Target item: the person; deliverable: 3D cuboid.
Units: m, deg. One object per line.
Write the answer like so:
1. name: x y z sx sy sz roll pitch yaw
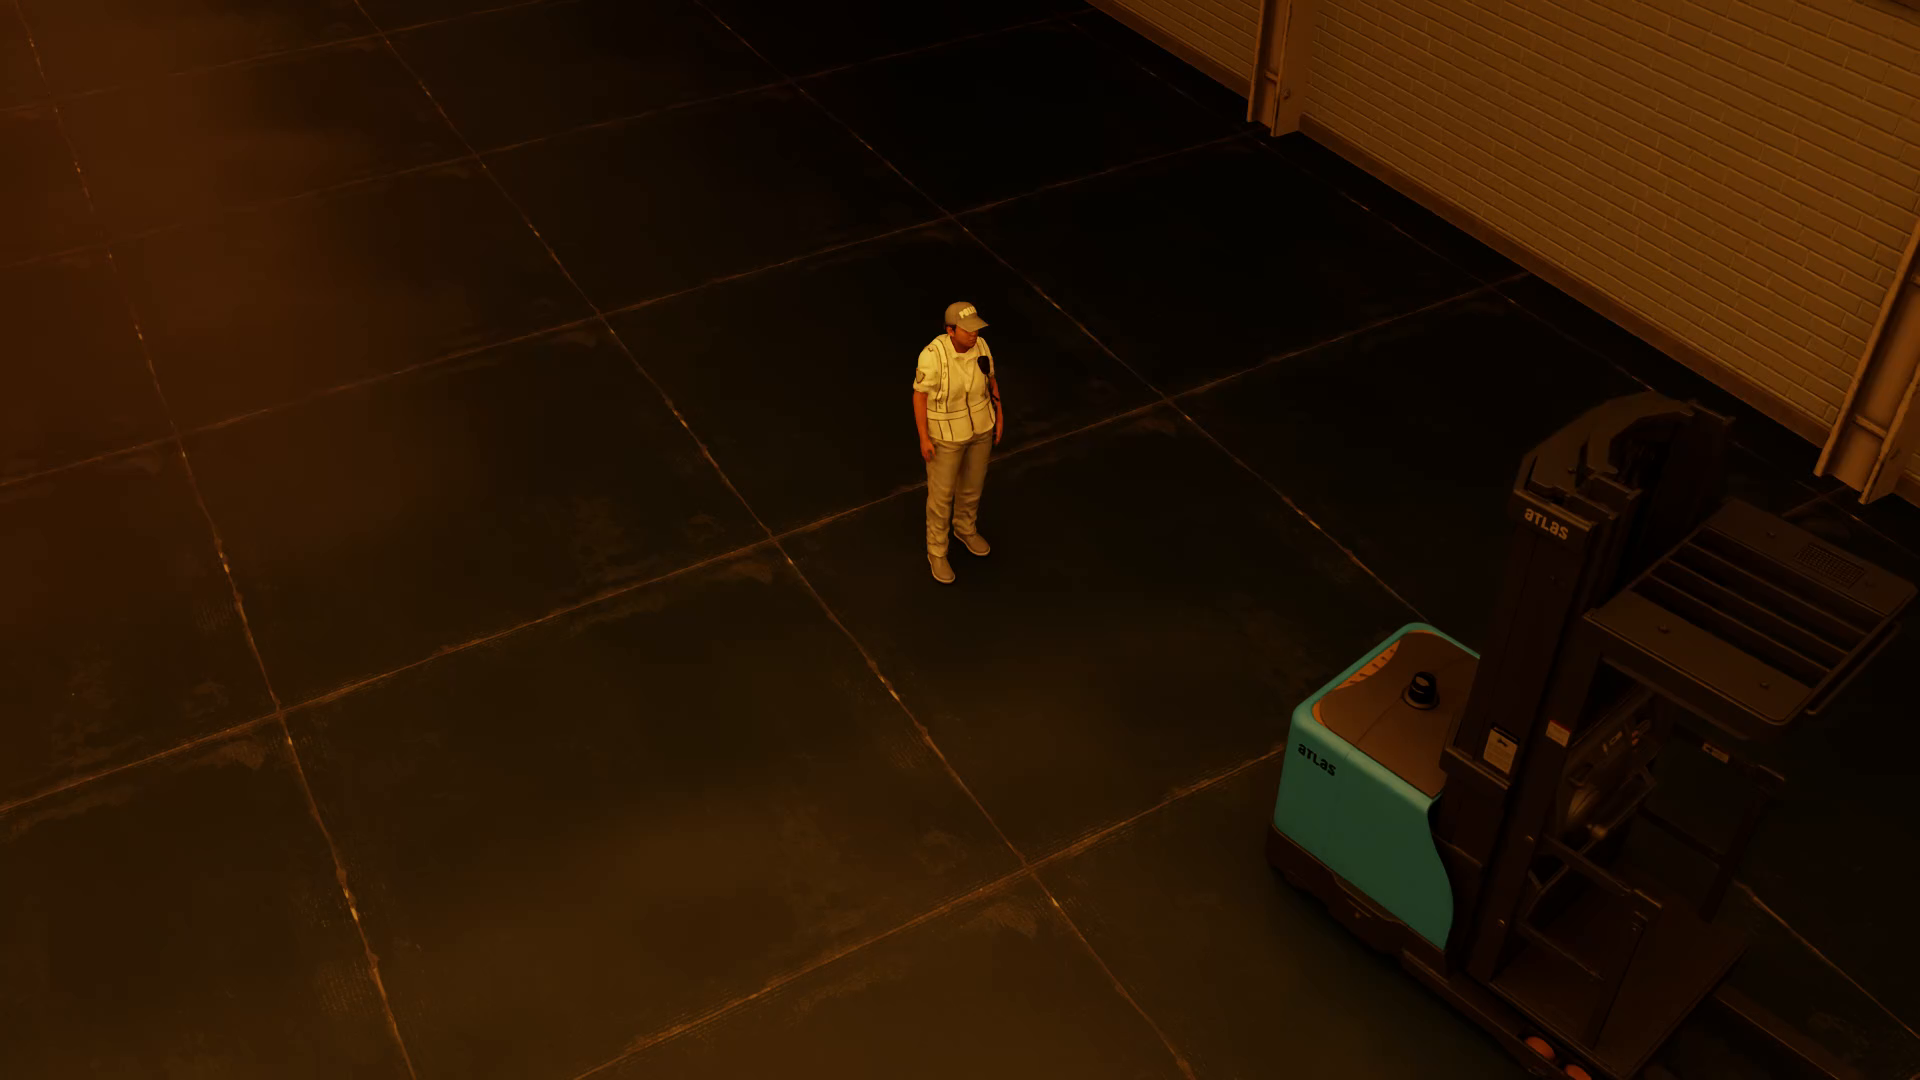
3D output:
1. person: 0.018 -0.597 9.736 0.598 1.670 0.529 -20 44 -23

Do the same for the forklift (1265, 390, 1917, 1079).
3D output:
1. forklift: 2.887 0.981 6.853 1.130 2.935 3.031 -30 48 -31
